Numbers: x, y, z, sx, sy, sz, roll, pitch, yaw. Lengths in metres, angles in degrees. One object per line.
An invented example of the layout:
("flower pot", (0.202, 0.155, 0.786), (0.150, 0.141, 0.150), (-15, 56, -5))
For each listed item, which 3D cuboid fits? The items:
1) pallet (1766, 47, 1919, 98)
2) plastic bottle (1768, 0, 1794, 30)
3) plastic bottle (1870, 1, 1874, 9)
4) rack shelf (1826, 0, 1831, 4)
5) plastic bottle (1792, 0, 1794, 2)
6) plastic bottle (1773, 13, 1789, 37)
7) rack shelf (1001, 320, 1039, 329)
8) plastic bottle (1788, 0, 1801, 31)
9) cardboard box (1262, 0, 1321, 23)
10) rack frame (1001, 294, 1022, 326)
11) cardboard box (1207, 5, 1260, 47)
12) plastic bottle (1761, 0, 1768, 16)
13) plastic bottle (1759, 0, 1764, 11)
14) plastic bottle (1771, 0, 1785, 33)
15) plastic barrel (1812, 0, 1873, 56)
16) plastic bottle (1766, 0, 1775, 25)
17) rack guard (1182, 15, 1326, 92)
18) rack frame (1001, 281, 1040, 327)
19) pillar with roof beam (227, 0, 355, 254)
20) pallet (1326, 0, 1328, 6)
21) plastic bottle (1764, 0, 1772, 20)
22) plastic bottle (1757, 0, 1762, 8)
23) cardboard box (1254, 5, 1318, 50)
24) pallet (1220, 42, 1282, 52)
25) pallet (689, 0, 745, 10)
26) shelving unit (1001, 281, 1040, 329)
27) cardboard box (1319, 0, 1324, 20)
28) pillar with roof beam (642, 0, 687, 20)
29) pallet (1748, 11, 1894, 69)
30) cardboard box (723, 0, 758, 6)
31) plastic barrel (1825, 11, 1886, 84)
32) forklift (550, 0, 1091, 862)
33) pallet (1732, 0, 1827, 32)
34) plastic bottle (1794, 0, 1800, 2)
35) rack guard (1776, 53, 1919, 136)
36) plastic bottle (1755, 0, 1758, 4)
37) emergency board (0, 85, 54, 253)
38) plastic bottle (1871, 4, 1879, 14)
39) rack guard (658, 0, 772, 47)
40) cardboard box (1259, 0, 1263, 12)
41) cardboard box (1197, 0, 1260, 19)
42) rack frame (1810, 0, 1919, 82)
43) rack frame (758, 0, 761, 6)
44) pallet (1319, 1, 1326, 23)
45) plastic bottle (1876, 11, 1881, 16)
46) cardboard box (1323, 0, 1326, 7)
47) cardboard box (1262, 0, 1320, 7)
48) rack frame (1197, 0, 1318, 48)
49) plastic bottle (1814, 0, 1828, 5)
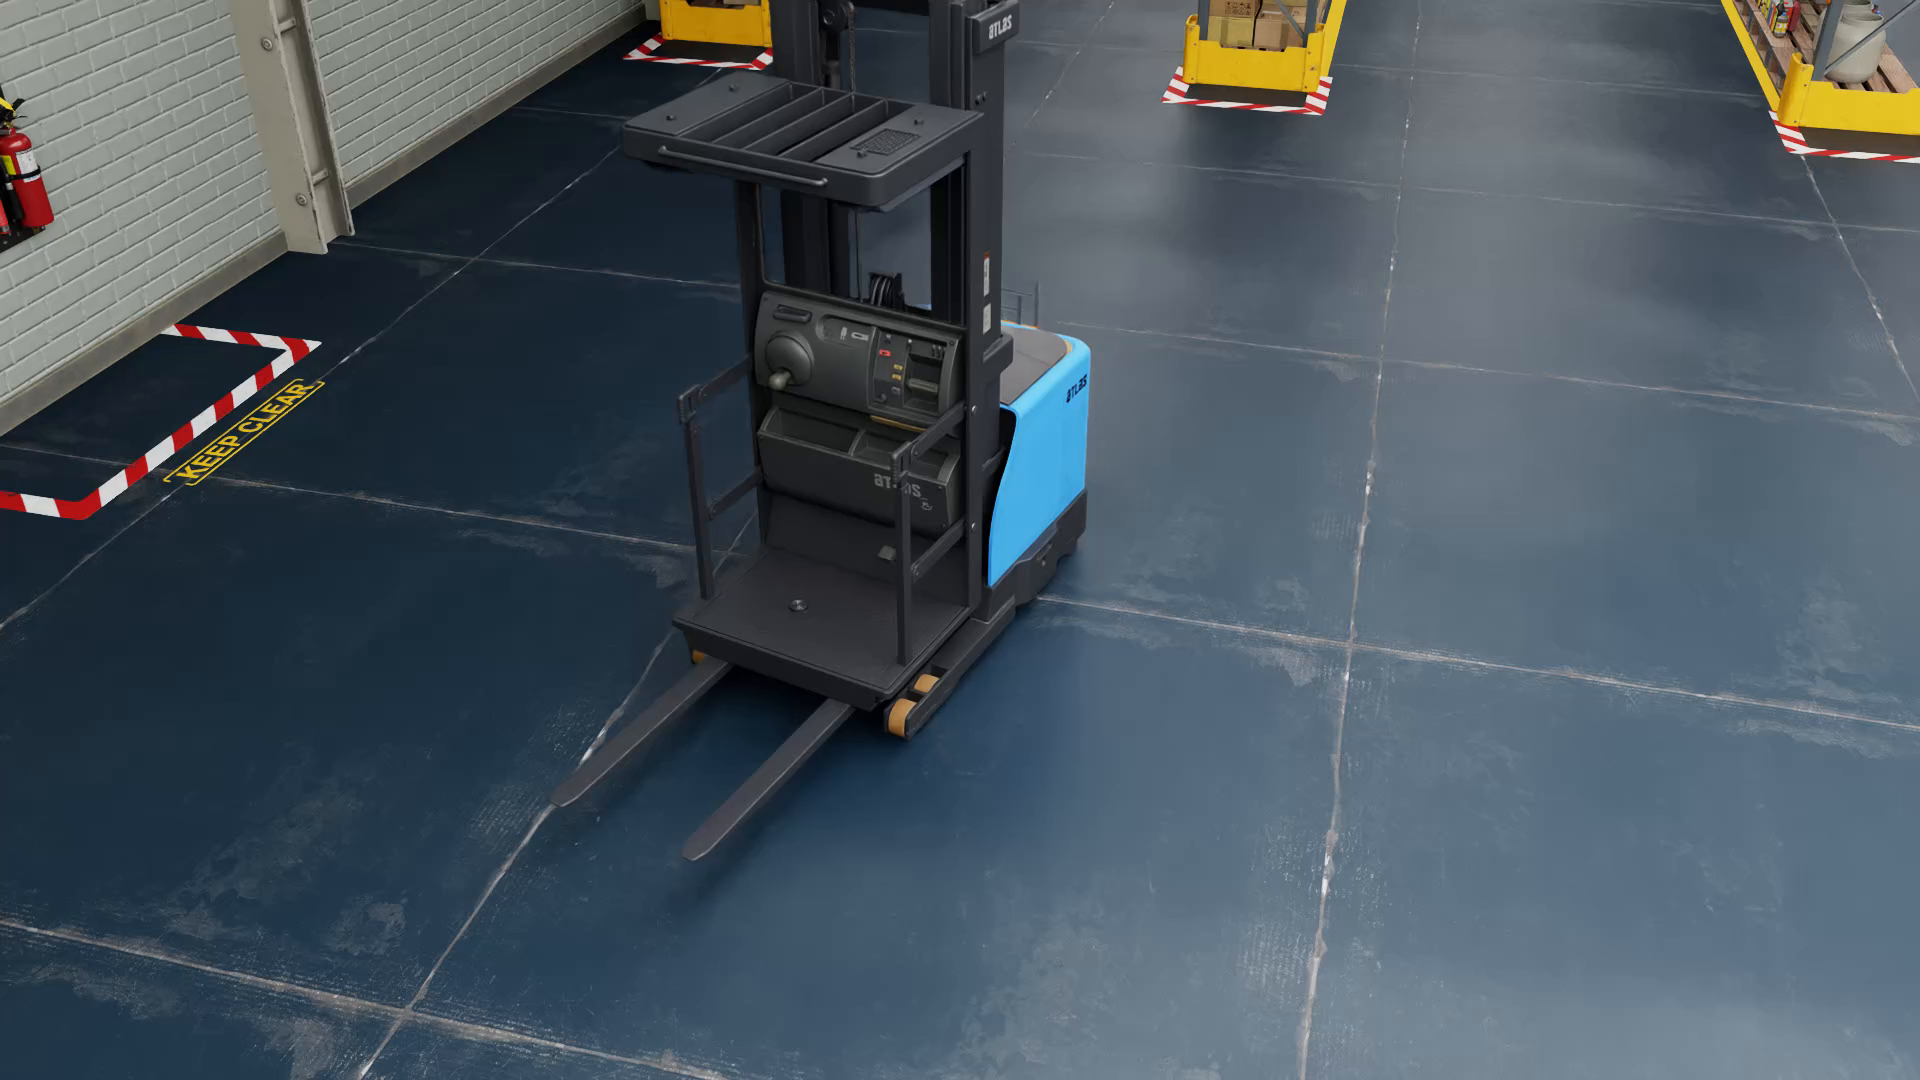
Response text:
("pallet", (7.525, -3.905, 14.195), (1.003, 0.211, 1.213), (8, 33, 12))
("plastic bottle", (7.473, -4.791, 15.119), (0.152, 0.276, 0.135), (8, 33, 13))
("plastic bottle", (8.189, -4.725, 15.020), (0.097, 0.271, 0.097), (0, 32, 0))
("rack shelf", (7.848, -5.349, 14.539), (1.077, 0.370, 4.000), (8, 33, 12))
("plastic bottle", (7.674, -4.924, 15.398), (0.097, 0.201, 0.097), (0, 32, 0))
("plastic bottle", (7.382, -4.632, 14.939), (0.097, 0.201, 0.097), (0, 32, 0))
("rack shelf", (0.231, -0.984, 8.092), (0.258, 0.103, 0.180), (16, 36, 24))
("plastic bottle", (7.576, -4.780, 15.094), (0.061, 0.283, 0.133), (8, 33, 12))
("cardboard box", (3.025, -4.816, 15.201), (0.500, 0.250, 0.500), (8, 33, 12))
("rack frame", (0.187, -0.675, 8.194), (0.240, 1.200, 0.006), (16, 36, 24))
("cardboard box", (2.400, -4.626, 14.903), (0.500, 0.250, 0.500), (8, 33, 12))
("plastic bottle", (7.593, -5.077, 15.500), (0.144, 0.351, 0.185), (8, 33, 12))
("plastic bottle", (7.607, -5.091, 15.661), (0.097, 0.201, 0.097), (0, 32, 0))
("plastic bottle", (7.394, -4.730, 15.016), (0.061, 0.283, 0.133), (9, 33, 14))
("plastic barrel", (7.560, -4.354, 14.231), (0.421, 0.512, 0.421), (0, 32, 0))
("plastic bottle", (7.508, -4.863, 15.232), (0.152, 0.276, 0.135), (7, 33, 11))
("rack guard", (2.544, -4.224, 14.428), (1.175, 0.500, 0.348), (8, 33, 12))
("rack frame", (0.275, -0.761, 8.329), (0.240, 1.200, 0.006), (16, 36, 24))
("pillar with roof beam", (-0.260, -5.277, 8.162), (9.100, 9.000, 0.400), (8, 33, 12))
("pallet", (3.323, -5.783, 17.150), (1.003, 0.211, 1.213), (8, 33, 12))
("plastic bottle", (7.546, -4.981, 15.348), (0.144, 0.351, 0.185), (9, 34, 14))
("plastic bottle", (7.619, -5.189, 15.739), (0.061, 0.283, 0.133), (9, 34, 15))
("cardboard box", (2.901, -4.556, 14.792), (0.500, 0.250, 0.500), (8, 33, 12))
("pallet", (2.703, -4.517, 15.158), (1.003, 0.211, 1.213), (8, 33, 12))
("pallet", (-1.983, -5.243, 16.301), (1.003, 0.211, 1.213), (8, 33, 12))
("shelving unit", (0.231, -0.718, 8.261), (0.258, 1.200, 0.189), (16, 36, 24))
("cardboard box", (3.152, -5.075, 15.609), (0.500, 0.250, 0.500), (8, 33, 12))
("pillar with roof beam", (1.262, -8.390, 13.060), (9.100, 9.000, 0.400), (8, 33, 12))
("pallet", (7.837, -4.536, 15.188), (1.003, 0.211, 1.213), (8, 33, 12))
("cardboard box", (-1.980, -5.361, 15.984), (0.500, 0.311, 0.500), (4, 33, 7))
("plastic barrel", (7.433, -4.094, 13.821), (0.421, 0.512, 0.421), (0, 32, 0))
("forklift", (-0.530, -0.686, 6.597), (1.130, 2.935, 3.031), (16, 36, 24))
("pallet", (8.145, -5.171, 16.187), (1.003, 0.211, 1.213), (8, 33, 12))
("plastic bottle", (7.743, -5.039, 15.509), (0.152, 0.276, 0.135), (8, 33, 12))
("rack guard", (7.314, -3.606, 13.456), (1.175, 0.500, 0.348), (8, 33, 12))
("plastic bottle", (7.701, -5.298, 15.847), (0.144, 0.351, 0.185), (7, 33, 10))
("emergency board", (-5.088, -2.054, 8.685), (0.194, 1.169, 0.643), (8, 33, 12))
("plastic bottle", (8.177, -4.667, 14.918), (0.061, 0.283, 0.133), (9, 33, 13))
("rack guard", (-2.223, -4.948, 15.567), (1.175, 0.500, 0.348), (8, 33, 12))
("cardboard box", (2.515, -4.888, 15.314), (0.500, 0.250, 0.500), (8, 33, 12))
("cardboard box", (2.398, -4.943, 14.702), (0.500, 0.500, 0.500), (8, 33, 12))
("rack frame", (7.340, -4.615, 12.713), (1.000, 3.000, 0.127), (8, 33, 12))
("rack frame", (-2.243, -5.964, 14.835), (1.000, 3.000, 0.127), (8, 33, 12))
("pallet", (3.015, -5.148, 16.151), (1.003, 0.211, 1.213), (8, 33, 12))
("plastic bottle", (8.102, -4.547, 14.740), (0.097, 0.271, 0.097), (0, 32, 0))
("cardboard box", (3.283, -5.334, 16.016), (0.500, 0.250, 0.500), (8, 33, 12))
("cardboard box", (3.026, -5.132, 14.999), (0.500, 0.500, 0.500), (8, 33, 12))
("rack frame", (2.550, -5.291, 13.777), (1.000, 3.000, 0.127), (8, 33, 12))
("plastic bottle", (8.272, -5.261, 15.858), (0.152, 0.276, 0.135), (8, 33, 12))
